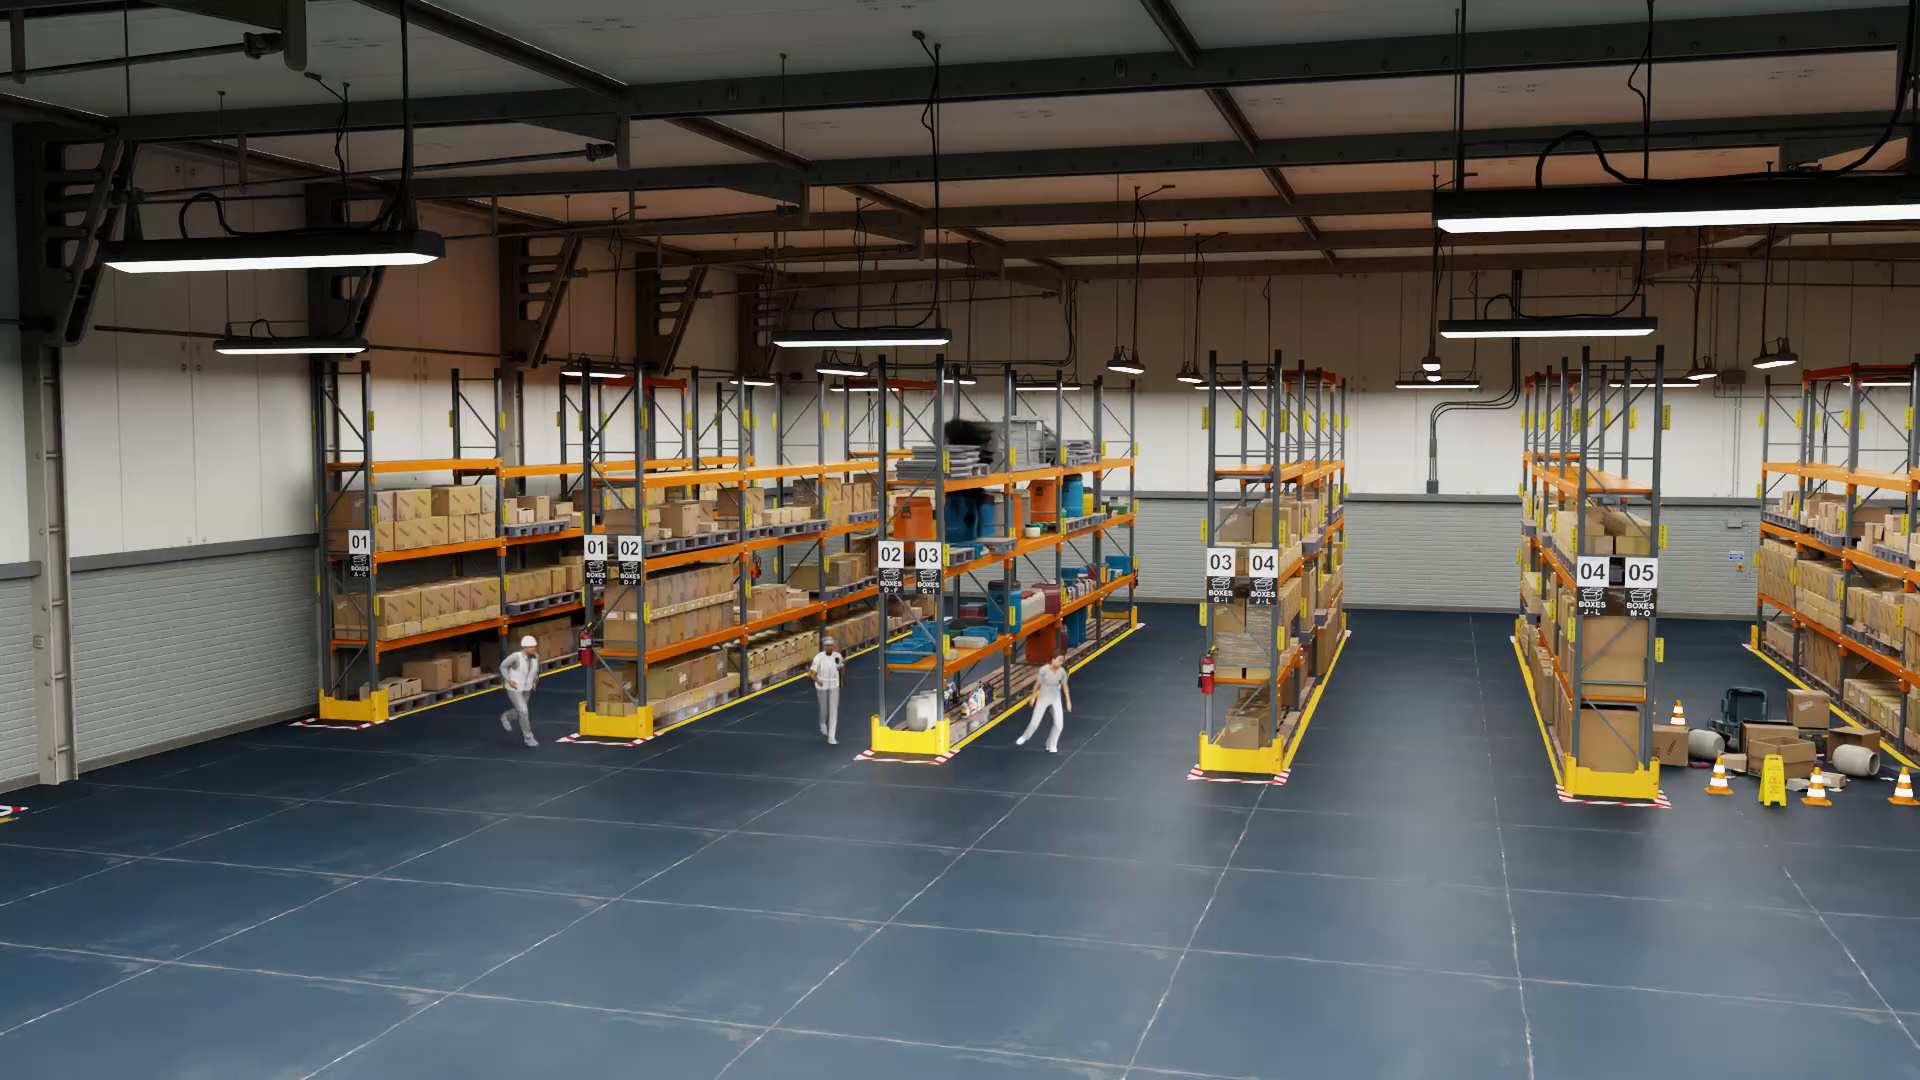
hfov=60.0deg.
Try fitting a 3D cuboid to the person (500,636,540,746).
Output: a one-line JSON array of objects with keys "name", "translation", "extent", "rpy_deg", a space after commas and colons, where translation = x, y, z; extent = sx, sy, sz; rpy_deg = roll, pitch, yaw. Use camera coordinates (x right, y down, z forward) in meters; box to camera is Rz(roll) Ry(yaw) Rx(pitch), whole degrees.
[{"name": "person", "translation": [-6.893, 2.325, 25.855], "extent": [0.678, 1.734, 1.003], "rpy_deg": [-4, 6, -45]}]

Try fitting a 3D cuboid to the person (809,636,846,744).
[{"name": "person", "translation": [-2.069, 2.304, 25.965], "extent": [0.591, 1.660, 0.883], "rpy_deg": [-1, 4, -11]}]

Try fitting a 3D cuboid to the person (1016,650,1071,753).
[{"name": "person", "translation": [1.271, 2.415, 25.195], "extent": [0.760, 1.573, 0.706], "rpy_deg": [-1, 4, -12]}]
